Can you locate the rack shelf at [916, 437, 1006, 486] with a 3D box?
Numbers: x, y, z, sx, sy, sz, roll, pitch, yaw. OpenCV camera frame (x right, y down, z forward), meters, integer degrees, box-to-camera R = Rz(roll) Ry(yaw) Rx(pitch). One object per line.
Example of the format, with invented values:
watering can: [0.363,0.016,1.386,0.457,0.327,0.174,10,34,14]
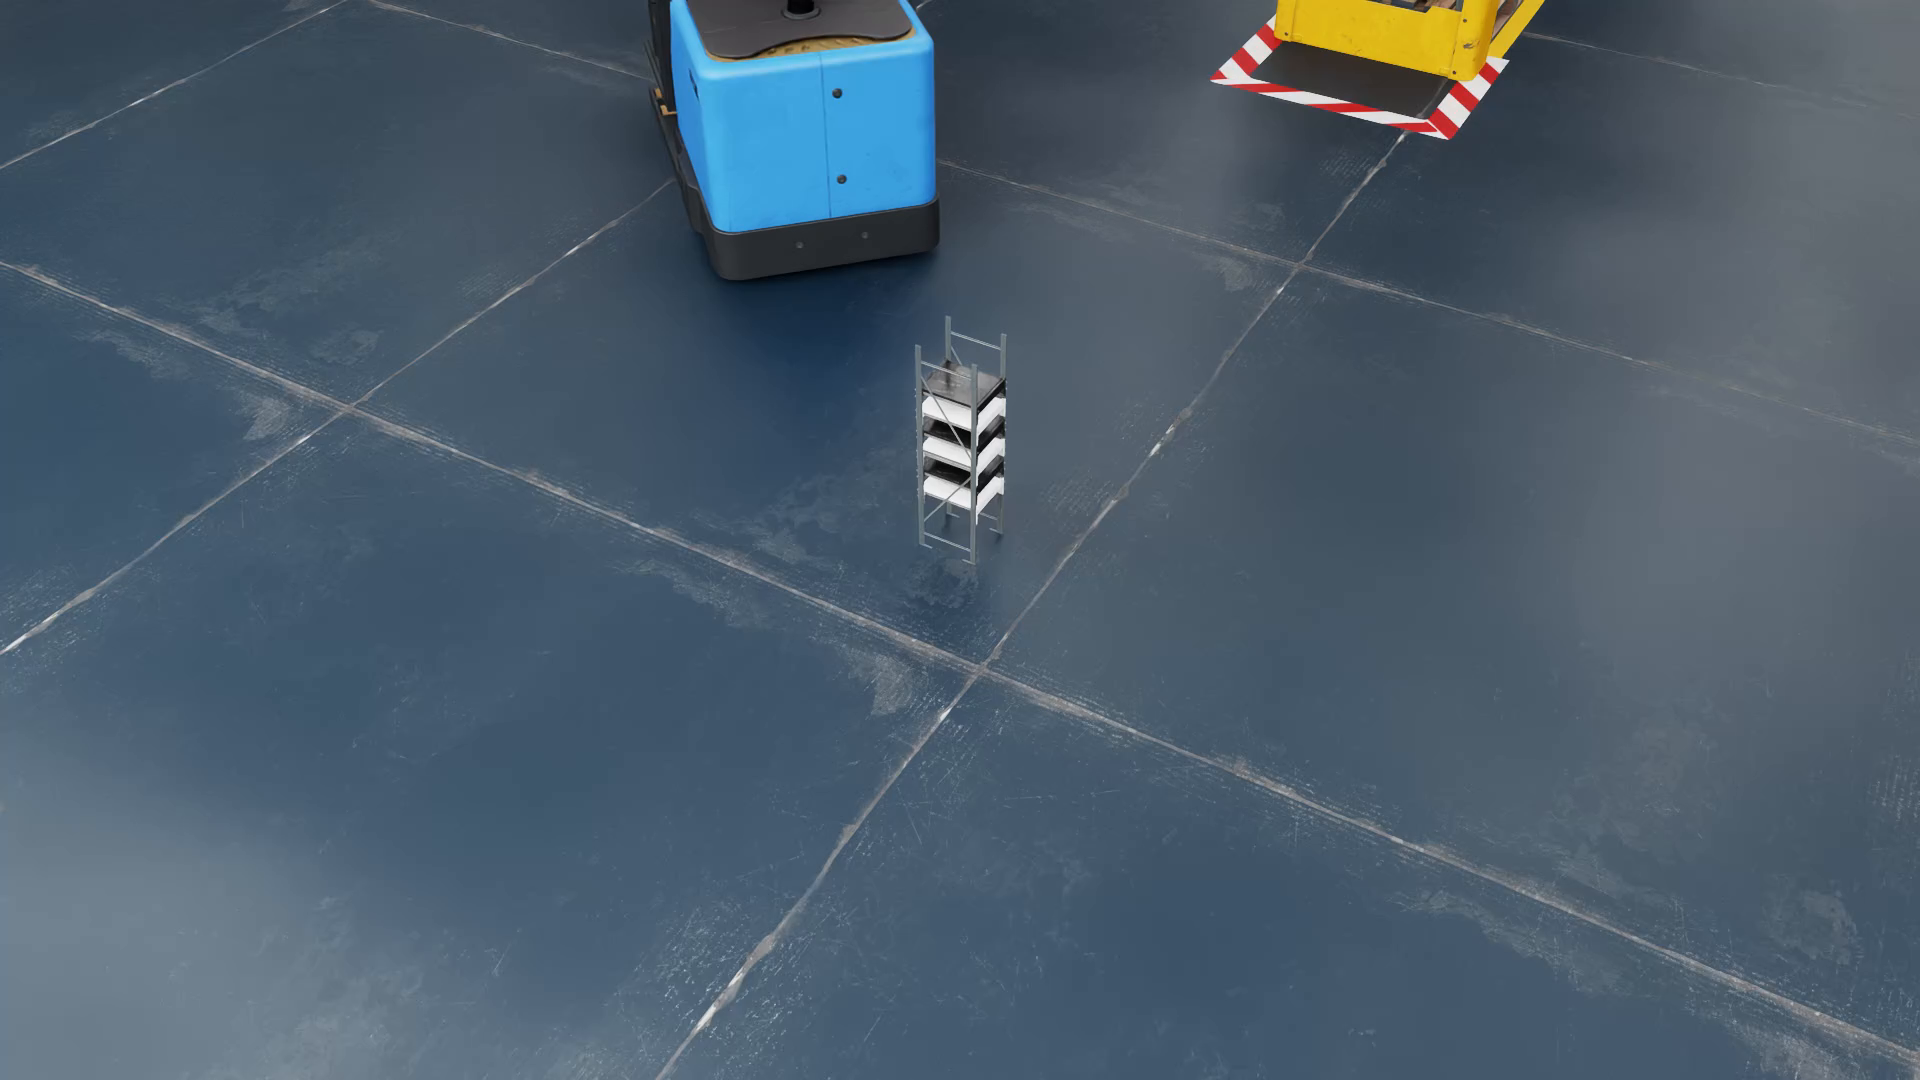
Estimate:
rack shelf: [0.004,-0.317,5.980,0.258,0.077,0.200,21,45,22]

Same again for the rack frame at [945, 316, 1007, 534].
rack frame: [0.055,-0.401,6.024,0.240,0.900,0.006,21,45,22]

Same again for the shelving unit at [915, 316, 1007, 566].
shelving unit: [0.004,-0.342,5.958,0.258,0.900,0.210,21,45,22]

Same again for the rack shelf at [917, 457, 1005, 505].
rack shelf: [0.004,-0.250,6.039,0.258,0.077,0.200,21,45,22]

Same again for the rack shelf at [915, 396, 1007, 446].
rack shelf: [0.004,-0.452,5.861,0.258,0.077,0.200,21,45,22]

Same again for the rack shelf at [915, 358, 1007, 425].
rack shelf: [0.004,-0.520,5.801,0.258,0.077,0.200,21,45,22]

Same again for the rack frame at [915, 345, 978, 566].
rack frame: [-0.047,-0.284,5.892,0.240,0.900,0.006,21,45,22]

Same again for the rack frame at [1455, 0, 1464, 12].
rack frame: [2.328,-3.868,8.372,1.000,3.000,0.127,21,45,22]

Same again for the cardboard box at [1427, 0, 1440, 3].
cardboard box: [2.655,-3.439,9.459,0.500,0.500,0.500,30,49,29]

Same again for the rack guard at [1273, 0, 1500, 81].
rack guard: [2.366,-2.973,9.248,1.175,0.500,0.348,21,45,22]

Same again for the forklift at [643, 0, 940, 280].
forklift: [-1.001,-3.251,7.724,1.130,2.935,3.031,-11,43,-12]

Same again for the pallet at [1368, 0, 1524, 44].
pallet: [2.803,-3.318,9.858,1.003,0.211,1.213,21,45,22]

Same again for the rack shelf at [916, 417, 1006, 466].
rack shelf: [0.004,-0.385,5.920,0.258,0.077,0.200,21,45,22]

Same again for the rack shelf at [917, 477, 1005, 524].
rack shelf: [0.004,-0.182,6.099,0.258,0.077,0.200,21,45,22]
